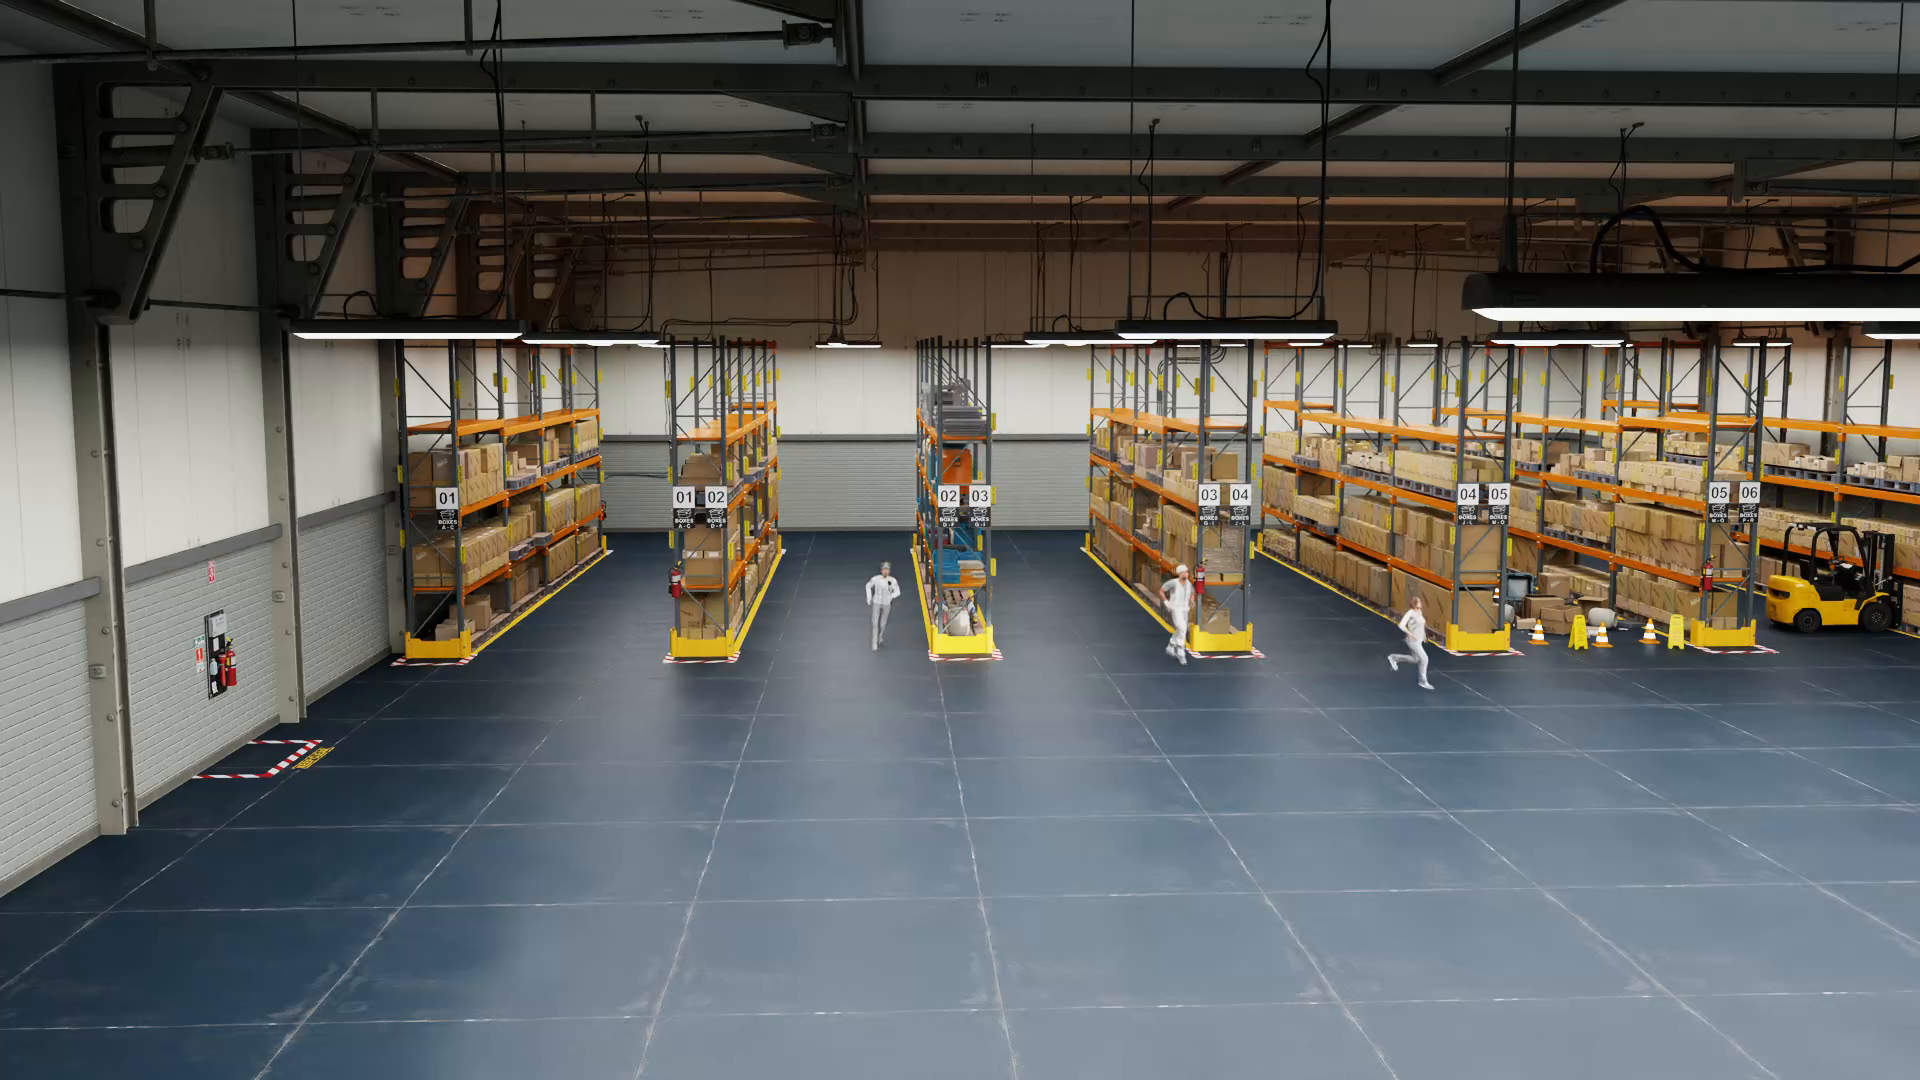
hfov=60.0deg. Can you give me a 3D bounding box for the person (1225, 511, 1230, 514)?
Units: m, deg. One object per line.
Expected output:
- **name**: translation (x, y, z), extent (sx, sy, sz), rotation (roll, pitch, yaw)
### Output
- **person**: translation (7.363, -0.505, 47.511), extent (0.746, 1.704, 0.560), rotation (3, 7, 28)

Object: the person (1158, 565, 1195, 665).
- **person**: translation (4.069, 1.352, 30.734), extent (0.666, 1.808, 0.784), rotation (-4, 8, -34)

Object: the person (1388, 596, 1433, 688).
- **person**: translation (7.735, 1.742, 28.501), extent (0.825, 1.573, 0.530), rotation (5, 8, 35)

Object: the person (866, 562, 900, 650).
- **person**: translation (-1.489, 1.278, 32.186), extent (0.669, 1.736, 0.762), rotation (0, 6, 0)

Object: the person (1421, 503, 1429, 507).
- **person**: translation (13.860, -0.738, 49.458), extent (0.518, 1.735, 0.697), rotation (2, 7, 20)
